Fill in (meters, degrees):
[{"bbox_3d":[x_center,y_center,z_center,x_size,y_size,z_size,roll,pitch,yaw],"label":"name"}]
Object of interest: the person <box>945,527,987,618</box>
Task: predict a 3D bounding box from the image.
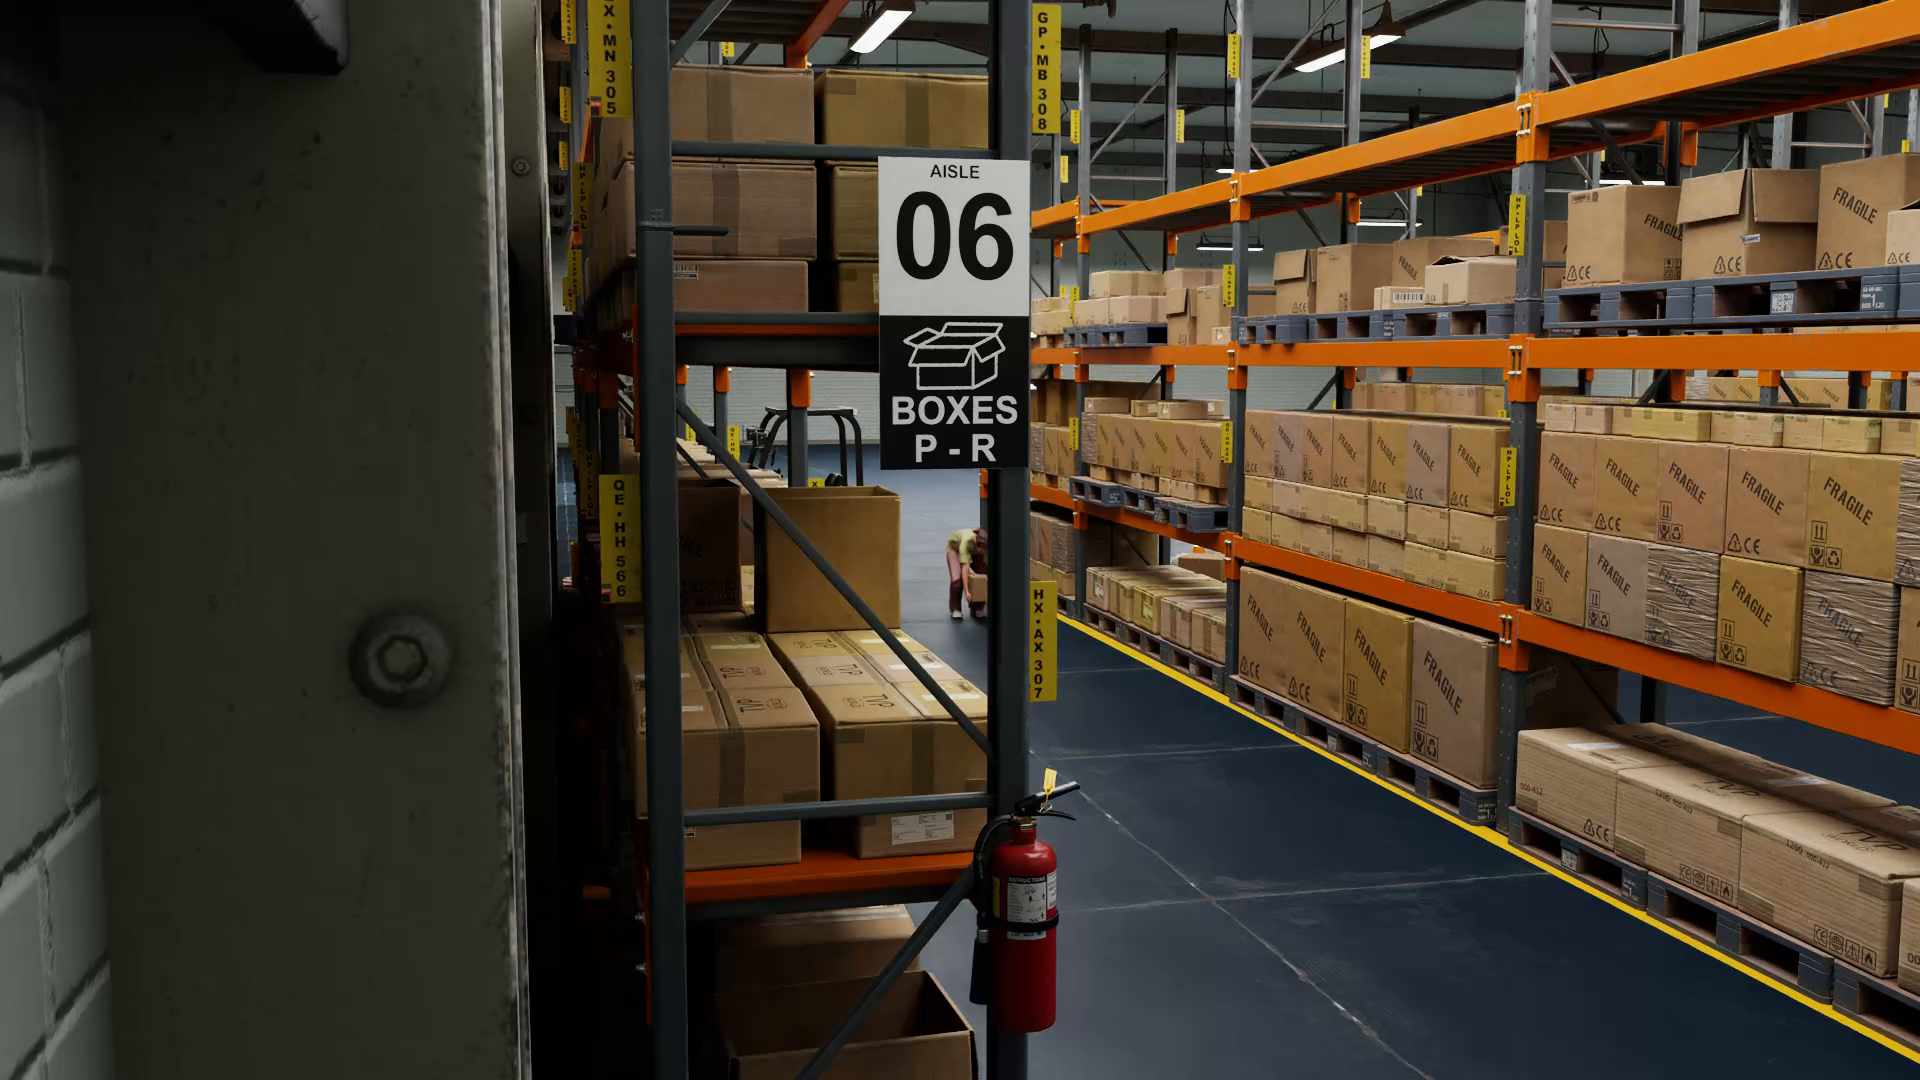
[{"bbox_3d":[0.131,0.334,17.262,0.471,0.987,0.868,-2,7,-19],"label":"person"}]
